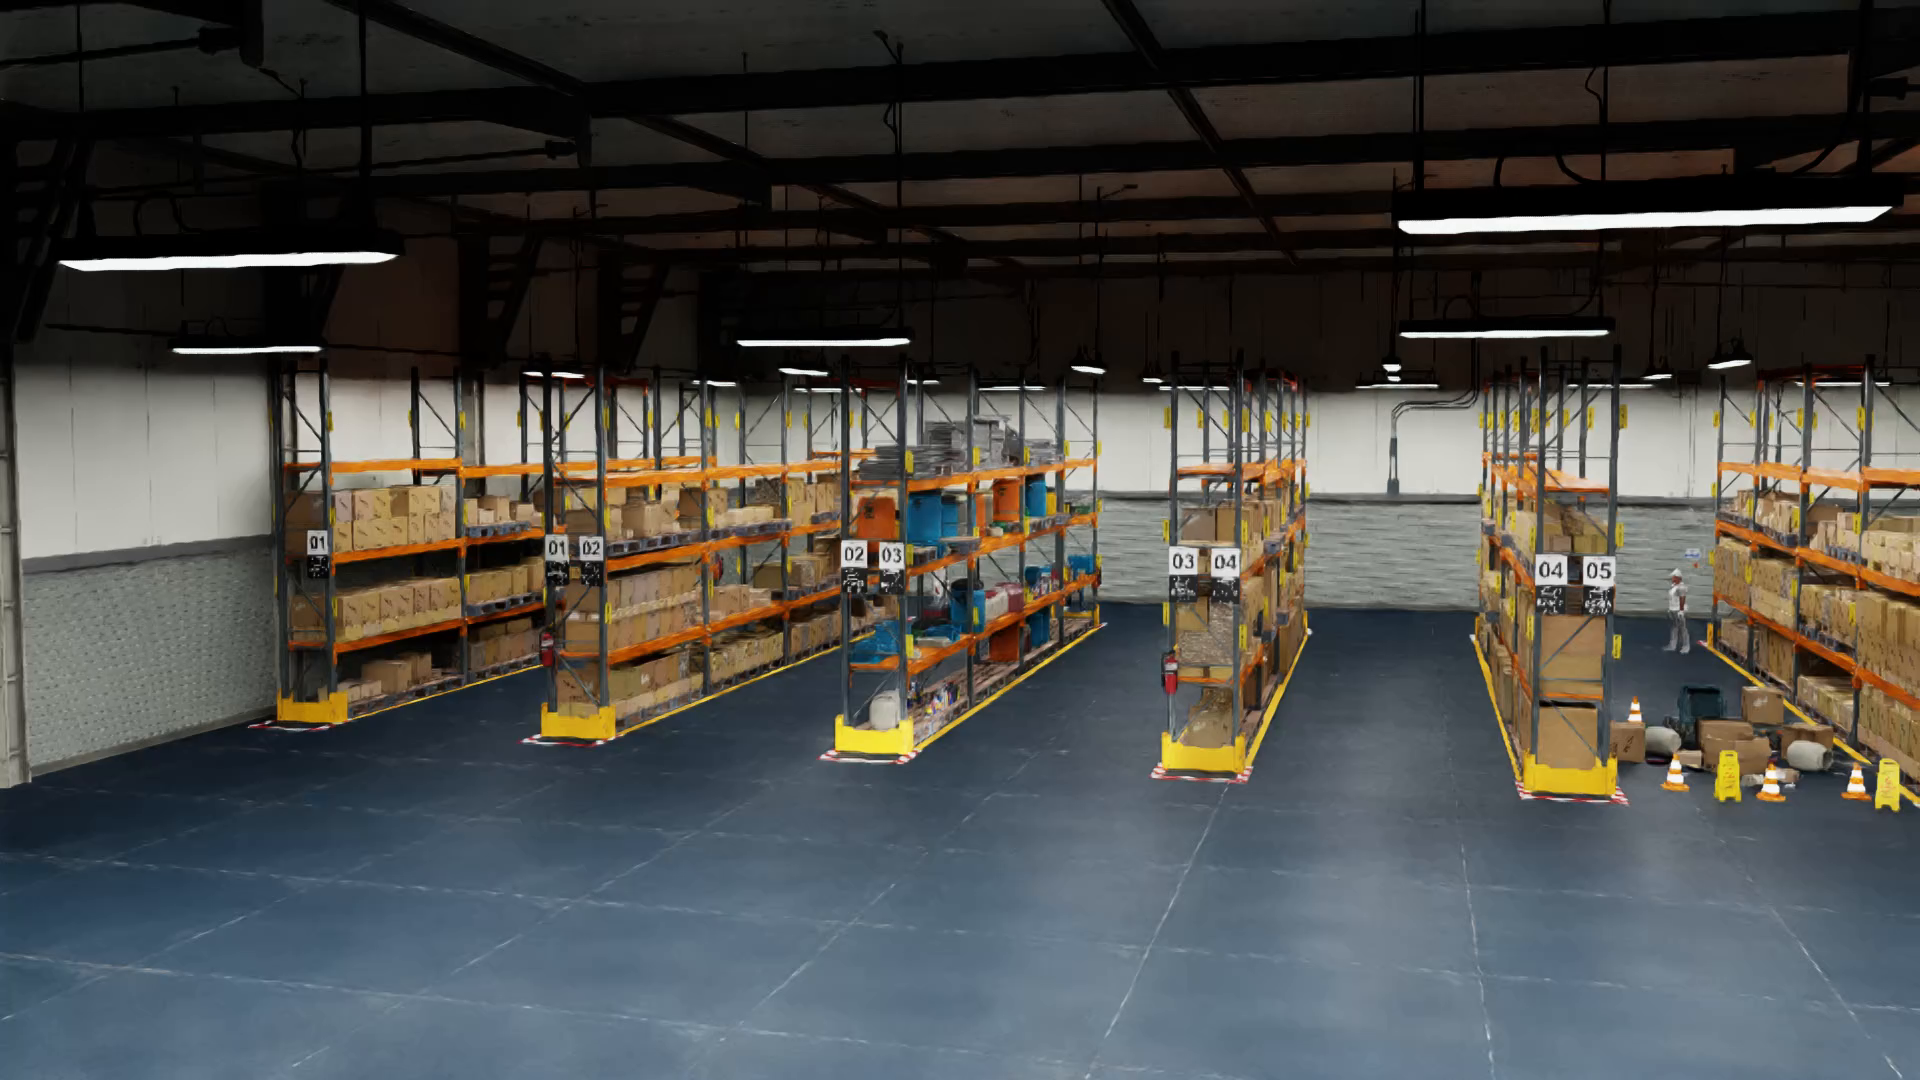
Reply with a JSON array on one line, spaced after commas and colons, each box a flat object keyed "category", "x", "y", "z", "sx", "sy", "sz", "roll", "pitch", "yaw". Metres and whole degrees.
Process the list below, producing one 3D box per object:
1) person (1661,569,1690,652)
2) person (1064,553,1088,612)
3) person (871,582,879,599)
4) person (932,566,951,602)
[{"category": "person", "x": 15.496, "y": 1.520, "z": 35.940, "sx": 0.513, "sy": 1.786, "sz": 0.633, "roll": 1, "pitch": 4, "yaw": 8}, {"category": "person", "x": 2.979, "y": 1.118, "z": 43.059, "sx": 0.486, "sy": 1.561, "sz": 0.854, "roll": -1, "pitch": 4, "yaw": -13}, {"category": "person", "x": -2.055, "y": 0.962, "z": 43.804, "sx": 0.727, "sy": 1.758, "sz": 0.536, "roll": -3, "pitch": 5, "yaw": -38}, {"category": "person", "x": -0.464, "y": 1.140, "z": 41.109, "sx": 0.452, "sy": 1.785, "sz": 0.672, "roll": 3, "pitch": 5, "yaw": 32}]
